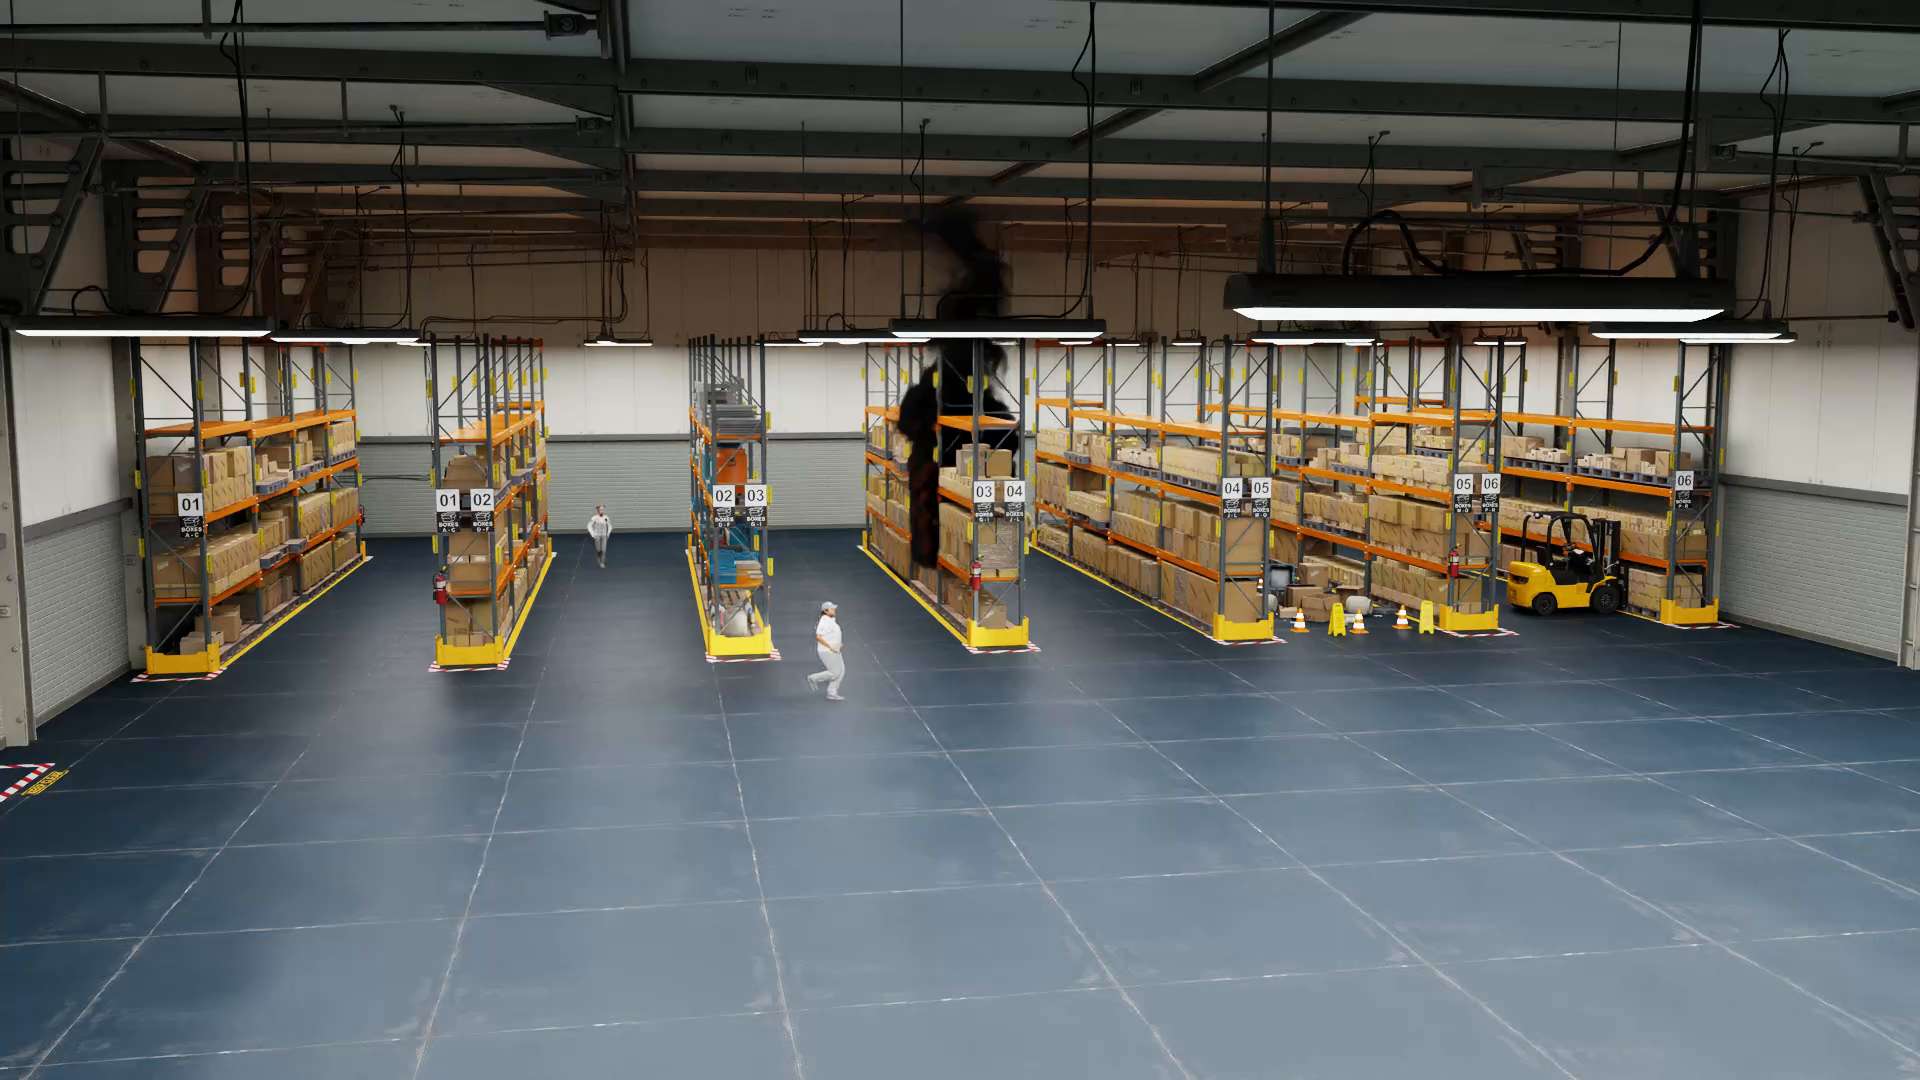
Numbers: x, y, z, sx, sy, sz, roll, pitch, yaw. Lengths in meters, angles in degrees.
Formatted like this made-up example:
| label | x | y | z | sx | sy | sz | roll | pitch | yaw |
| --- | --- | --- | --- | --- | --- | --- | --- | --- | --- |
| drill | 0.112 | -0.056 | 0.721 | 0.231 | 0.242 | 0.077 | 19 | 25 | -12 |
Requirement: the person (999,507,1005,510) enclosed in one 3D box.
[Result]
| label | x | y | z | sx | sy | sz | roll | pitch | yaw |
| --- | --- | --- | --- | --- | --- | --- | --- | --- | --- |
| person | 1.086 | -0.592 | 47.458 | 0.665 | 1.761 | 0.600 | 0 | 7 | 1 |

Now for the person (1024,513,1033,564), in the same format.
| label | x | y | z | sx | sy | sz | roll | pitch | yaw |
| --- | --- | --- | --- | --- | --- | --- | --- | --- | --- |
| person | 1.662 | -0.156 | 44.340 | 0.577 | 1.642 | 0.580 | 0 | 7 | -1 |

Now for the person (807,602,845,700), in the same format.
| label | x | y | z | sx | sy | sz | roll | pitch | yaw |
| --- | --- | --- | --- | --- | --- | --- | --- | --- | --- |
| person | -2.188 | 1.814 | 27.226 | 0.584 | 1.628 | 0.609 | 1 | 7 | 10 |

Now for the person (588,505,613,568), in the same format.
| label | x | y | z | sx | sy | sz | roll | pitch | yaw |
| --- | --- | --- | --- | --- | --- | --- | --- | --- | --- |
| person | -9.427 | -0.093 | 43.670 | 0.624 | 1.663 | 0.491 | -3 | 7 | -21 |

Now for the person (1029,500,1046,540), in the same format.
| label | x | y | z | sx | sy | sz | roll | pitch | yaw |
| --- | --- | --- | --- | --- | --- | --- | --- | --- | --- |
| person | 2.398 | -0.857 | 49.978 | 0.702 | 1.773 | 0.655 | 2 | 7 | 13 |
